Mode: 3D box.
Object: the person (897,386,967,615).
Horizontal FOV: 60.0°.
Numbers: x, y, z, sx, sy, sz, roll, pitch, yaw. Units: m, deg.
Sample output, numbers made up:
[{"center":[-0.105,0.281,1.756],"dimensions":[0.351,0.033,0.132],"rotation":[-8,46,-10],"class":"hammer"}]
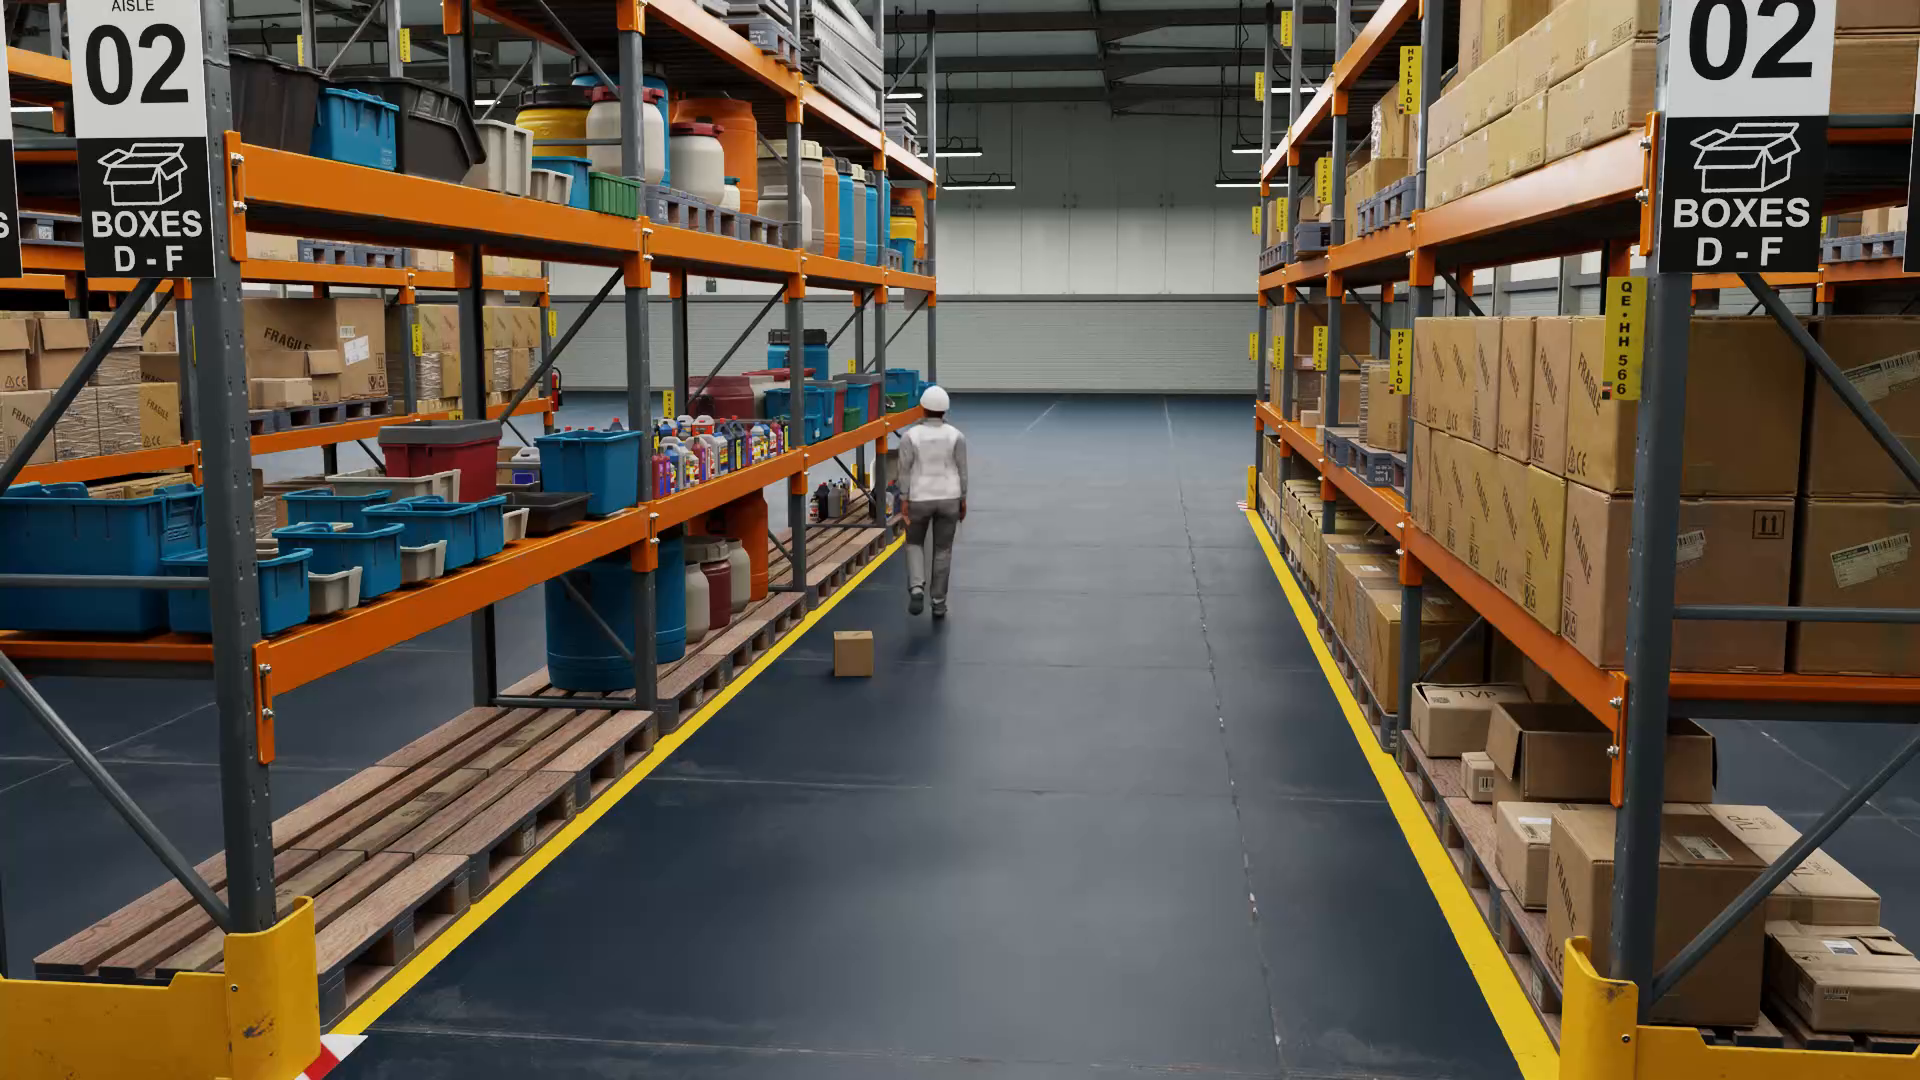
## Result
[{"center":[-0.213,-0.299,12.876],"dimensions":[0.541,1.790,0.467],"rotation":[0,8,-1],"class":"person"}]
